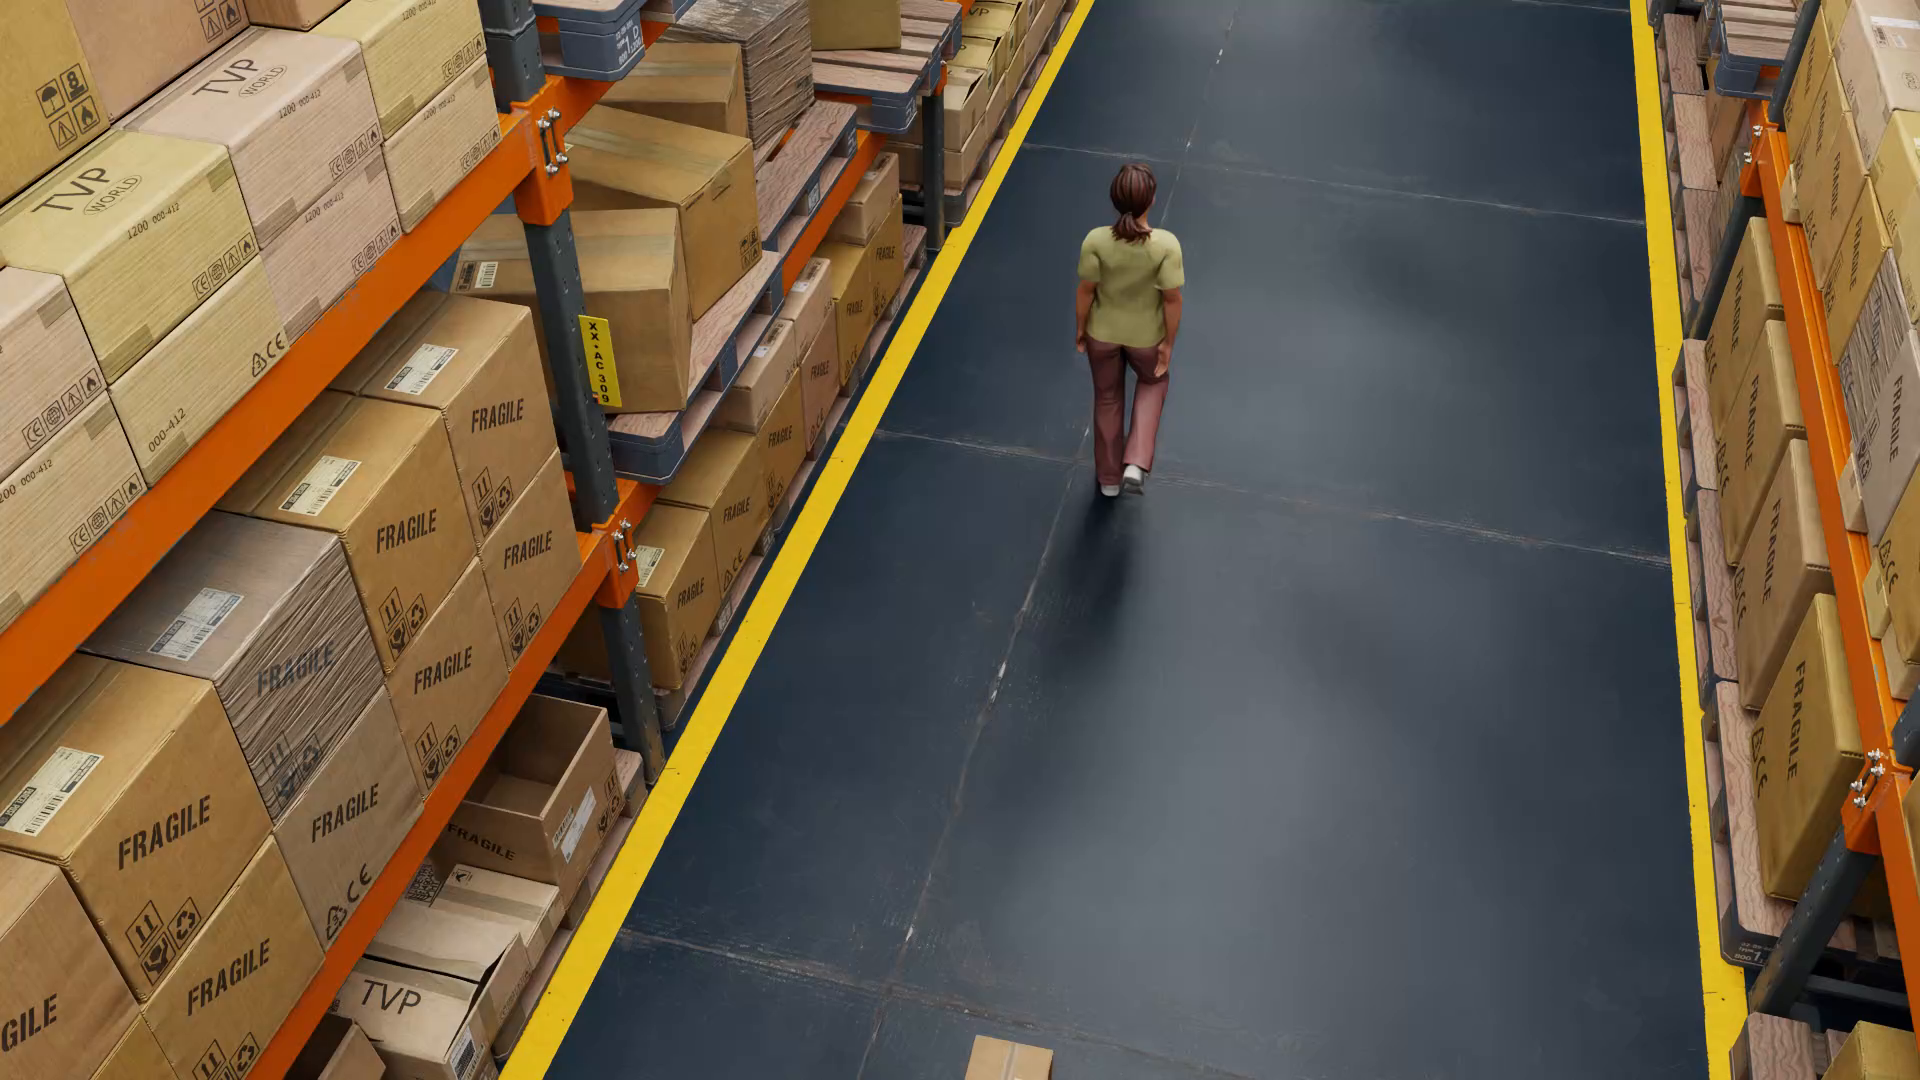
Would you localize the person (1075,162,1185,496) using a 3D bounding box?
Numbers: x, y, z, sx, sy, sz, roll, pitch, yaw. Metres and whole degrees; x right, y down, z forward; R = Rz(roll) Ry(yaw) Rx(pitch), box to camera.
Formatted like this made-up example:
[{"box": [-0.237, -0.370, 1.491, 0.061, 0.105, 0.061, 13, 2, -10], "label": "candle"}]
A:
[{"box": [0.711, -0.870, 7.120, 0.445, 1.664, 0.484, 5, 41, 6], "label": "person"}]
